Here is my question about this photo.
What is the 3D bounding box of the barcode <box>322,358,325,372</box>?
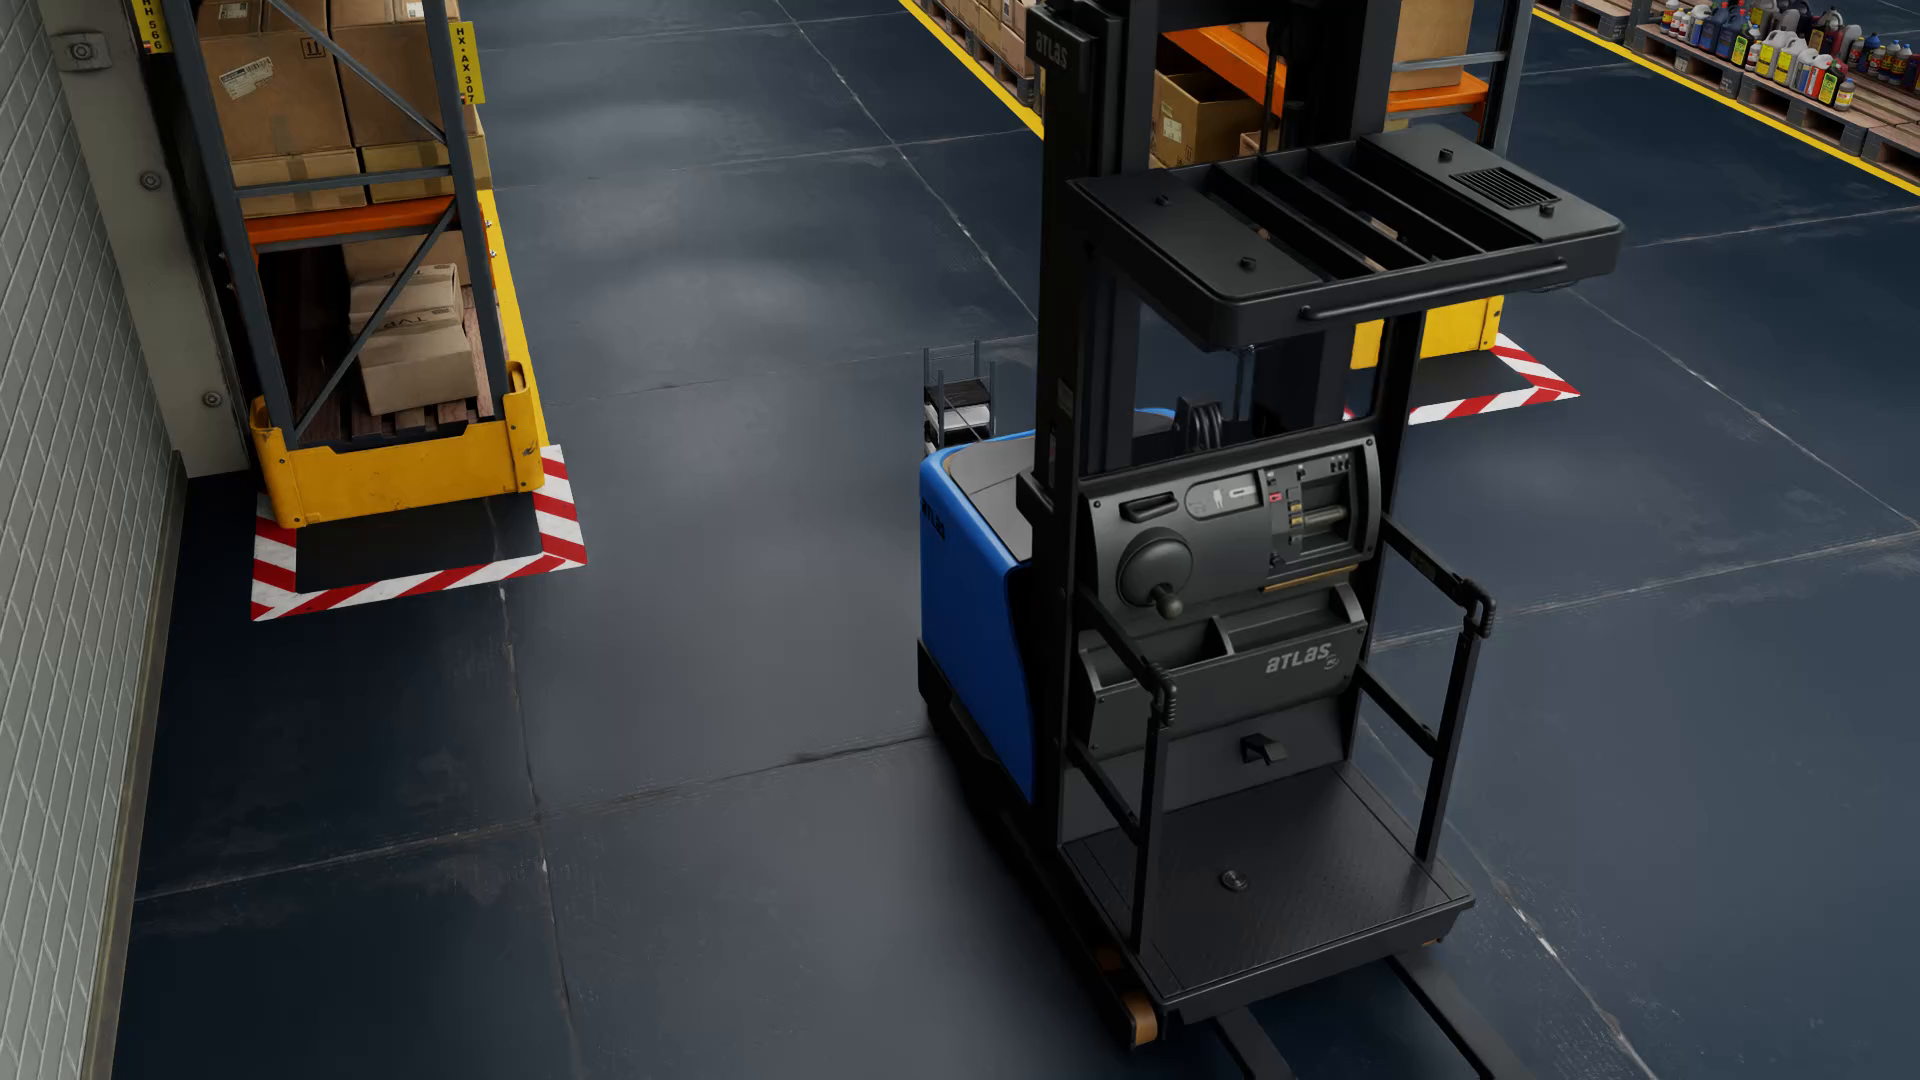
[{"bbox_3d":[-2.991,-0.826,7.811,0.001,0.075,0.075,-10,35,-15],"label":"barcode"}]

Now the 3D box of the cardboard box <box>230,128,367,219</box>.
[{"bbox_3d":[-2.806,-1.599,7.066,0.500,0.250,0.500,-10,35,-14],"label":"cardboard box"}]

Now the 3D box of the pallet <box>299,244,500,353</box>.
[{"bbox_3d":[-3.085,-1.388,9.160,1.003,0.211,1.213,-10,35,-15],"label":"pallet"}]

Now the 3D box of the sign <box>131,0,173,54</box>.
[{"bbox_3d":[-3.014,-1.972,6.177,0.100,0.325,0.005,-10,35,-15],"label":"sign"}]

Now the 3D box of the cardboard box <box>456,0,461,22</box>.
[{"bbox_3d":[-2.632,-2.533,7.801,0.500,0.500,0.500,-11,35,-16],"label":"cardboard box"}]

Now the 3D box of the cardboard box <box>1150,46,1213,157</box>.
[{"bbox_3d":[1.320,-2.633,9.946,0.500,0.500,0.500,-10,35,-15],"label":"cardboard box"}]

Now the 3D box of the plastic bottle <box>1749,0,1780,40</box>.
[{"bbox_3d":[6.069,-3.971,12.542,0.144,0.351,0.185,-10,35,-15],"label":"plastic bottle"}]

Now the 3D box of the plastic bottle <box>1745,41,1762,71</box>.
[{"bbox_3d":[5.708,-3.477,11.930,0.097,0.201,0.097,0,33,0],"label":"plastic bottle"}]

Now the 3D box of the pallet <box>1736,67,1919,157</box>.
[{"bbox_3d":[6.276,-3.041,11.661,1.003,0.211,1.213,-10,35,-15],"label":"pallet"}]

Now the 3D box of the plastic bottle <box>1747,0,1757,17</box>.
[{"bbox_3d":[6.143,-4.084,12.849,0.097,0.201,0.097,0,33,0],"label":"plastic bottle"}]

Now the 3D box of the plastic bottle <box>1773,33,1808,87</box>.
[{"bbox_3d":[5.831,-3.371,11.634,0.144,0.351,0.185,-9,34,-13],"label":"plastic bottle"}]

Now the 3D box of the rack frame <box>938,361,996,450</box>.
[{"bbox_3d":[0.029,-0.326,6.928,0.240,0.900,0.006,-10,35,-15],"label":"rack frame"}]

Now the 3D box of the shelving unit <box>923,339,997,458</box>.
[{"bbox_3d":[-0.002,-0.380,7.008,0.258,0.900,0.210,-10,35,-15],"label":"shelving unit"}]

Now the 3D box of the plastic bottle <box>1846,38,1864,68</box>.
[{"bbox_3d":[6.471,-3.519,11.993,0.097,0.201,0.097,0,33,0],"label":"plastic bottle"}]

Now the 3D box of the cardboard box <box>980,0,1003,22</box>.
[{"bbox_3d":[0.456,-4.074,12.298,0.500,0.311,0.500,-9,35,-13],"label":"cardboard box"}]

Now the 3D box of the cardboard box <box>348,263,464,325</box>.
[{"bbox_3d":[-2.779,-1.179,8.354,0.500,0.311,0.500,-7,34,-11],"label":"cardboard box"}]

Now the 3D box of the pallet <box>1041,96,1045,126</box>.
[{"bbox_3d":[1.220,-2.787,11.276,1.003,0.211,1.213,-10,35,-15],"label":"pallet"}]

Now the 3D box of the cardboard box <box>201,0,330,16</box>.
[{"bbox_3d":[-2.970,-2.176,7.260,0.500,0.500,0.500,-10,35,-14],"label":"cardboard box"}]

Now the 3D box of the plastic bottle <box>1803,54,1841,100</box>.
[{"bbox_3d":[5.927,-3.181,11.414,0.152,0.276,0.135,-10,35,-14],"label":"plastic bottle"}]

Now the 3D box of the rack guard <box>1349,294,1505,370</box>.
[{"bbox_3d":[2.245,-1.219,8.642,1.175,0.500,0.348,-10,35,-15],"label":"rack guard"}]

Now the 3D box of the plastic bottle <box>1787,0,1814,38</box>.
[{"bbox_3d":[6.265,-3.894,12.426,0.144,0.351,0.185,-12,35,-17],"label":"plastic bottle"}]

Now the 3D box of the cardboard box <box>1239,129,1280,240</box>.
[{"bbox_3d":[1.790,-1.847,8.758,0.500,0.500,0.500,-10,35,-15],"label":"cardboard box"}]

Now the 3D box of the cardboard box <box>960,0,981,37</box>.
[{"bbox_3d":[0.305,-4.106,12.857,0.500,0.250,0.500,-9,35,-14],"label":"cardboard box"}]

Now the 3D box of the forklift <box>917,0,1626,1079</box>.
[{"bbox_3d":[0.874,0.018,4.565,1.130,2.935,3.031,-13,36,-19],"label":"forklift"}]

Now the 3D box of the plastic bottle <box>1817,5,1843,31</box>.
[{"bbox_3d":[6.363,-3.724,12.169,0.144,0.351,0.185,-10,35,-15],"label":"plastic bottle"}]

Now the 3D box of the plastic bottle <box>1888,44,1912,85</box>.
[{"bbox_3d":[6.595,-3.335,11.653,0.097,0.271,0.097,0,33,0],"label":"plastic bottle"}]

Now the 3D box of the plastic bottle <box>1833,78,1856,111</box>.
[{"bbox_3d":[5.978,-3.013,11.227,0.097,0.201,0.097,0,33,0],"label":"plastic bottle"}]

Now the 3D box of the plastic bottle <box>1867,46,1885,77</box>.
[{"bbox_3d":[6.534,-3.411,11.830,0.097,0.201,0.097,0,33,0],"label":"plastic bottle"}]

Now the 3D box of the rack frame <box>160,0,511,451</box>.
[{"bbox_3d":[-2.479,-1.440,6.708,1.000,3.000,0.127,-10,35,-15],"label":"rack frame"}]

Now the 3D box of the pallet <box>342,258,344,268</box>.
[{"bbox_3d":[-3.461,-2.030,10.131,1.003,0.211,1.213,-10,35,-15],"label":"pallet"}]

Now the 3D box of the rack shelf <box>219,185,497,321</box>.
[{"bbox_3d":[-3.089,-2.190,8.496,1.077,0.370,4.000,-10,35,-15],"label":"rack shelf"}]

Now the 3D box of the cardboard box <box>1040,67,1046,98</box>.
[{"bbox_3d":[0.870,-3.109,11.347,0.500,0.250,0.500,-10,35,-15],"label":"cardboard box"}]

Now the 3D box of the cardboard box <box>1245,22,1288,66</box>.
[{"bbox_3d":[1.942,-2.839,8.735,0.700,0.500,0.500,-9,35,-13],"label":"cardboard box"}]

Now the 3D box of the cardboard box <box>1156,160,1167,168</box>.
[{"bbox_3d":[1.474,-2.058,9.756,0.500,0.250,0.500,-10,35,-15],"label":"cardboard box"}]

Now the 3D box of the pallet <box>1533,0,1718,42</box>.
[{"bbox_3d":[5.459,-4.448,13.791,1.003,0.211,1.213,-10,35,-15],"label":"pallet"}]

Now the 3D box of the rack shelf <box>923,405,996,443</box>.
[{"bbox_3d":[-0.002,-0.502,6.928,0.258,0.077,0.200,-10,35,-15],"label":"rack shelf"}]

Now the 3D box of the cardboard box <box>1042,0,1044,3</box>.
[{"bbox_3d":[0.860,-3.420,11.138,0.500,0.500,0.500,-10,35,-15],"label":"cardboard box"}]

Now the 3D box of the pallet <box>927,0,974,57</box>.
[{"bbox_3d":[0.379,-4.234,13.465,1.003,0.211,1.213,-10,35,-15],"label":"pallet"}]

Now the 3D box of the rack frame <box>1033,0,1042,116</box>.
[{"bbox_3d":[1.017,-4.375,11.150,1.000,3.000,0.127,-10,35,-15],"label":"rack frame"}]

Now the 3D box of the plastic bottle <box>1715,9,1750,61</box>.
[{"bbox_3d":[5.644,-3.692,12.120,0.144,0.351,0.185,-11,35,-17],"label":"plastic bottle"}]

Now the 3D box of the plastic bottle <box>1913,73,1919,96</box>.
[{"bbox_3d":[6.668,-3.181,11.482,0.097,0.201,0.097,0,33,0],"label":"plastic bottle"}]

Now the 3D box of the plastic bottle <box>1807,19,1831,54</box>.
[{"bbox_3d":[6.274,-3.666,12.141,0.061,0.283,0.133,-10,35,-15],"label":"plastic bottle"}]

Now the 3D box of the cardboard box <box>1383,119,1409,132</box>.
[{"bbox_3d":[2.131,-2.197,9.287,0.500,0.500,0.500,-10,35,-15],"label":"cardboard box"}]

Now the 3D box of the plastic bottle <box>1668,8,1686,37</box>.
[{"bbox_3d":[5.446,-3.928,12.612,0.097,0.201,0.097,0,33,0],"label":"plastic bottle"}]

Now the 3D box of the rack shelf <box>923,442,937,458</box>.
[{"bbox_3d":[-0.002,-0.352,7.027,0.258,0.077,0.200,-10,35,-15],"label":"rack shelf"}]

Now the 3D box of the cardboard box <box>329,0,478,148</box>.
[{"bbox_3d":[-2.339,-2.000,6.993,0.500,0.500,0.500,-10,35,-15],"label":"cardboard box"}]

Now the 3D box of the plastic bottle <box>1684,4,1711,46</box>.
[{"bbox_3d":[5.540,-3.847,12.423,0.152,0.276,0.135,-9,34,-13],"label":"plastic bottle"}]

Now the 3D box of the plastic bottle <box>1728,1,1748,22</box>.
[{"bbox_3d":[5.724,-3.815,12.306,0.144,0.351,0.185,-10,35,-15],"label":"plastic bottle"}]

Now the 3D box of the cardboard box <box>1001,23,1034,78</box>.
[{"bbox_3d":[0.615,-3.572,12.048,0.500,0.250,0.500,-10,35,-15],"label":"cardboard box"}]

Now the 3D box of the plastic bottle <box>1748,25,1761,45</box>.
[{"bbox_3d":[5.725,-3.588,12.034,0.097,0.271,0.097,0,33,0],"label":"plastic bottle"}]
